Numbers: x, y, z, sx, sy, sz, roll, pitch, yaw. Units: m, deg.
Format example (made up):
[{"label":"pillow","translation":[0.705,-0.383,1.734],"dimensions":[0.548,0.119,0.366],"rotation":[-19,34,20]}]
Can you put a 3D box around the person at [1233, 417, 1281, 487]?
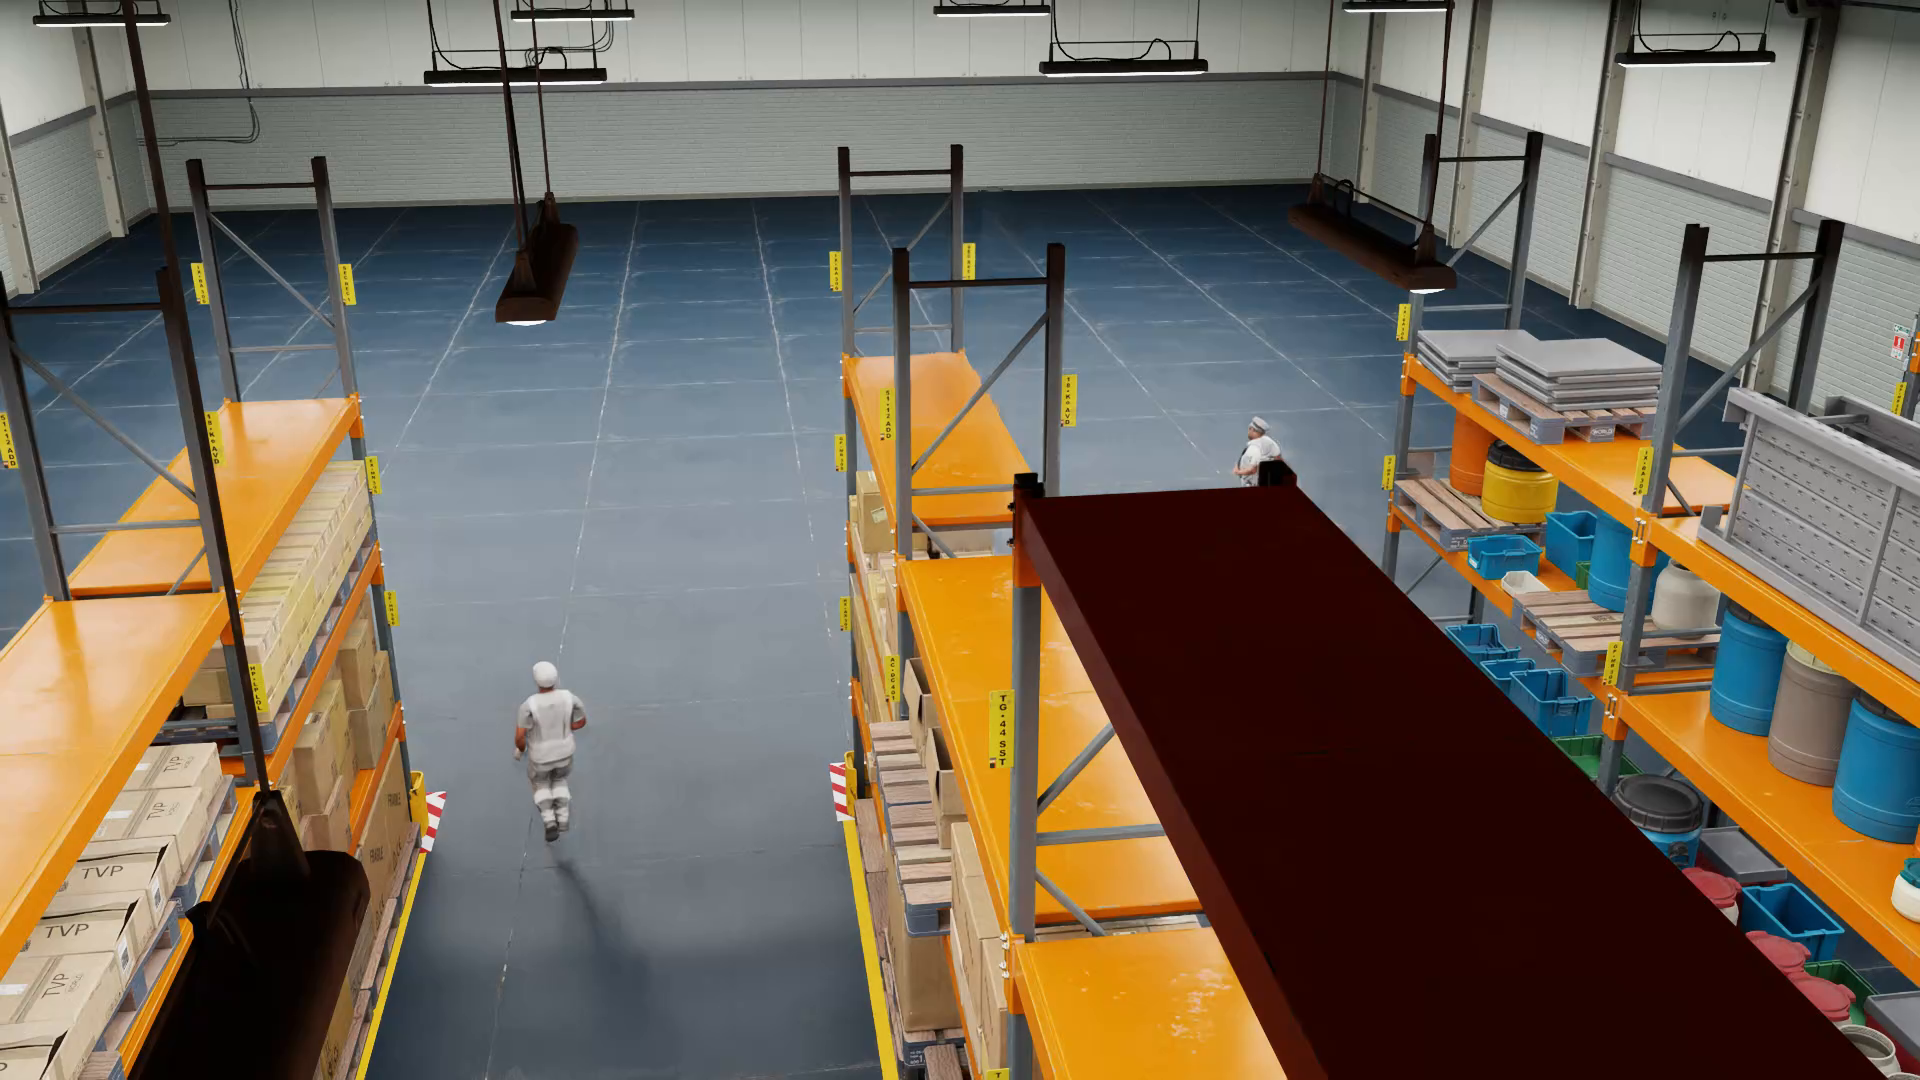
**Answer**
[{"label":"person","translation":[3.778,-0.620,20.863],"dimensions":[0.761,1.848,0.688],"rotation":[10,24,24]}]

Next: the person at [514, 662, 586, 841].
[{"label":"person","translation":[-3.557,1.810,14.426],"dimensions":[0.642,1.704,0.585],"rotation":[-9,23,-22]}]
